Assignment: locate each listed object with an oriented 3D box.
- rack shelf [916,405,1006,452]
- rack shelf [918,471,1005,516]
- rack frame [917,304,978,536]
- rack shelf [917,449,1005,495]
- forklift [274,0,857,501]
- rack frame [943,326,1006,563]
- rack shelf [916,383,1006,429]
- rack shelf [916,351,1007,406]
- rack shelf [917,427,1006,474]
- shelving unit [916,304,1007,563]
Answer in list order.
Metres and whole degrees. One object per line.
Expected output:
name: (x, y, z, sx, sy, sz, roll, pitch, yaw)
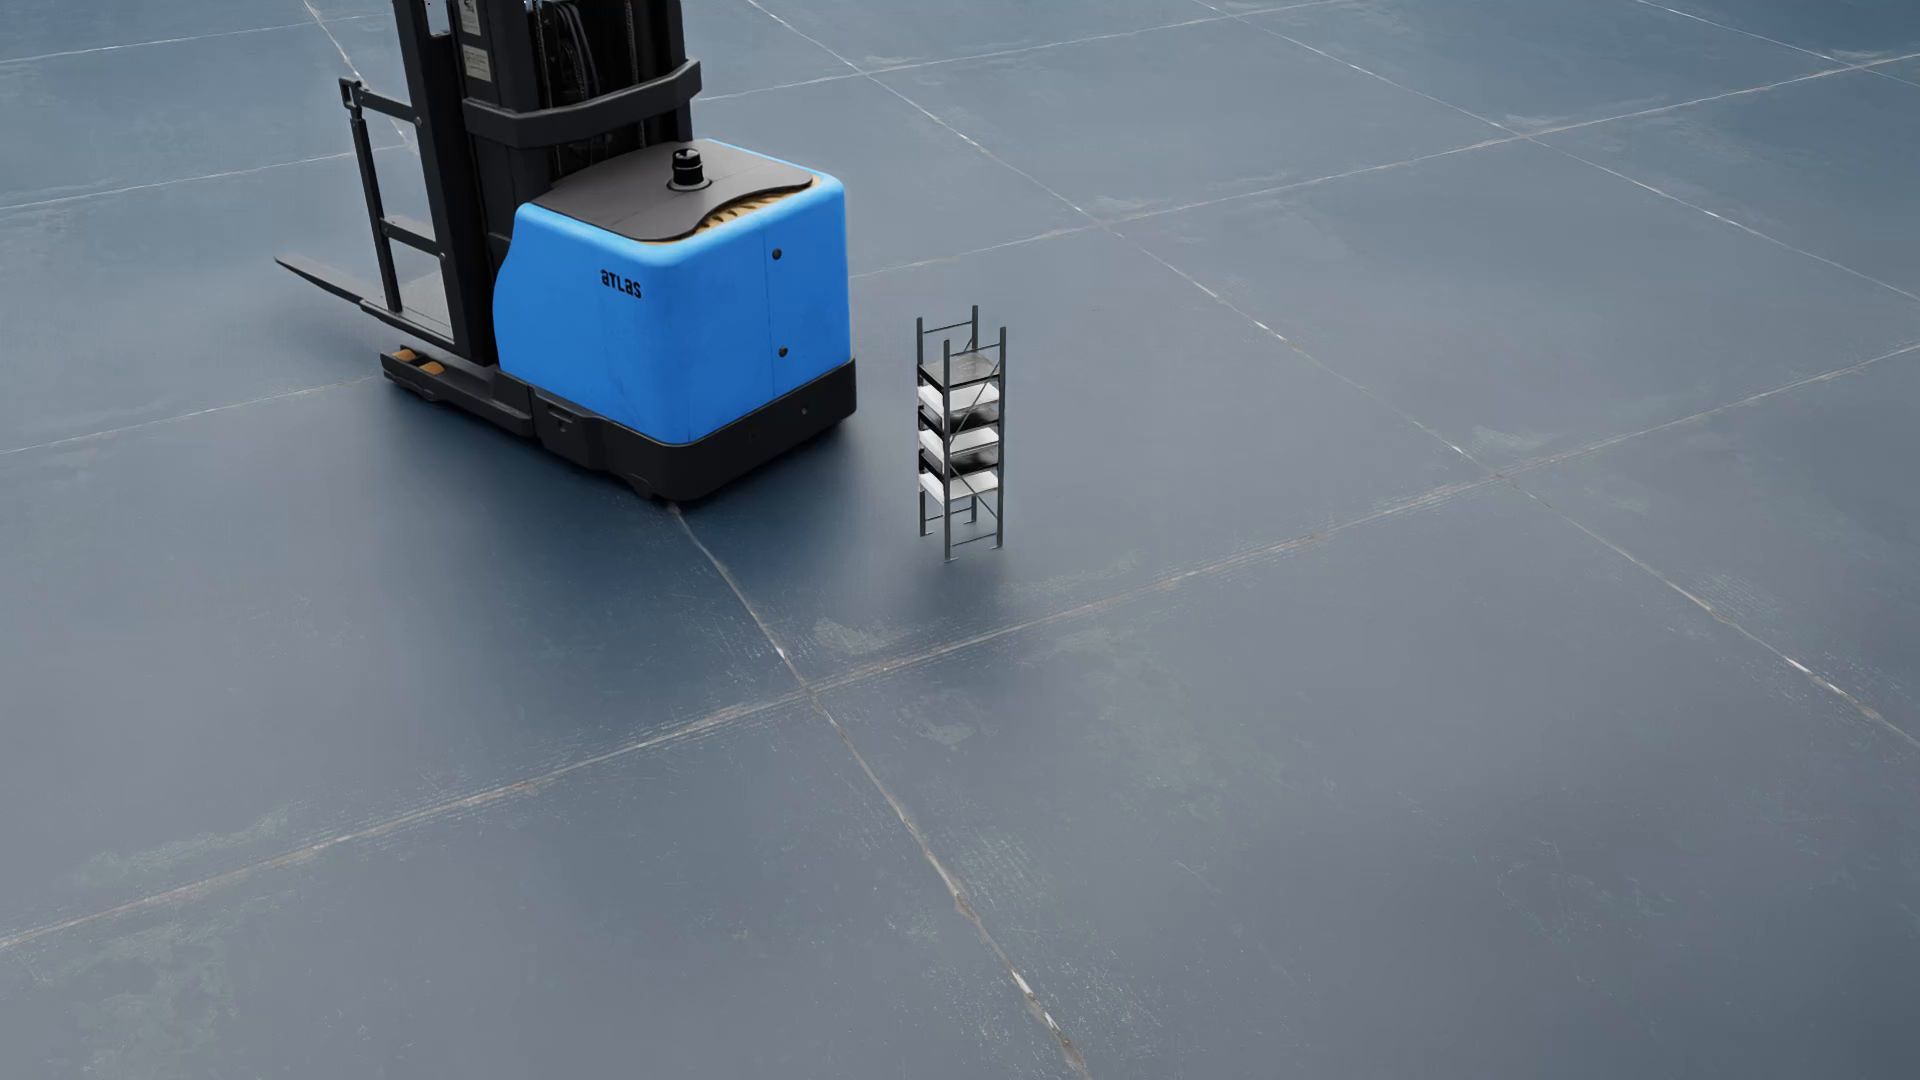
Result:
rack shelf: (0.004, -0.423, 5.971, 0.258, 0.077, 0.200, -16, 36, -23)
rack shelf: (0.004, -0.195, 6.116, 0.258, 0.077, 0.200, -16, 36, -23)
rack frame: (-0.044, -0.424, 6.077, 0.240, 0.900, 0.006, -16, 36, -23)
rack shelf: (0.004, -0.271, 6.068, 0.258, 0.077, 0.200, -16, 36, -23)
forklift: (-1.898, -2.032, 6.704, 3.031, 2.935, 1.130, 23, 39, 32)
rack frame: (0.051, -0.327, 5.925, 0.240, 0.900, 0.006, -16, 36, -23)
rack shelf: (0.004, -0.499, 5.922, 0.258, 0.077, 0.200, -16, 36, -23)
rack shelf: (0.004, -0.574, 5.874, 0.258, 0.077, 0.200, -16, 36, -23)
rack shelf: (0.004, -0.347, 6.019, 0.258, 0.077, 0.200, -16, 36, -23)
shelving unit: (0.004, -0.375, 6.001, 0.258, 0.900, 0.210, -16, 36, -23)
